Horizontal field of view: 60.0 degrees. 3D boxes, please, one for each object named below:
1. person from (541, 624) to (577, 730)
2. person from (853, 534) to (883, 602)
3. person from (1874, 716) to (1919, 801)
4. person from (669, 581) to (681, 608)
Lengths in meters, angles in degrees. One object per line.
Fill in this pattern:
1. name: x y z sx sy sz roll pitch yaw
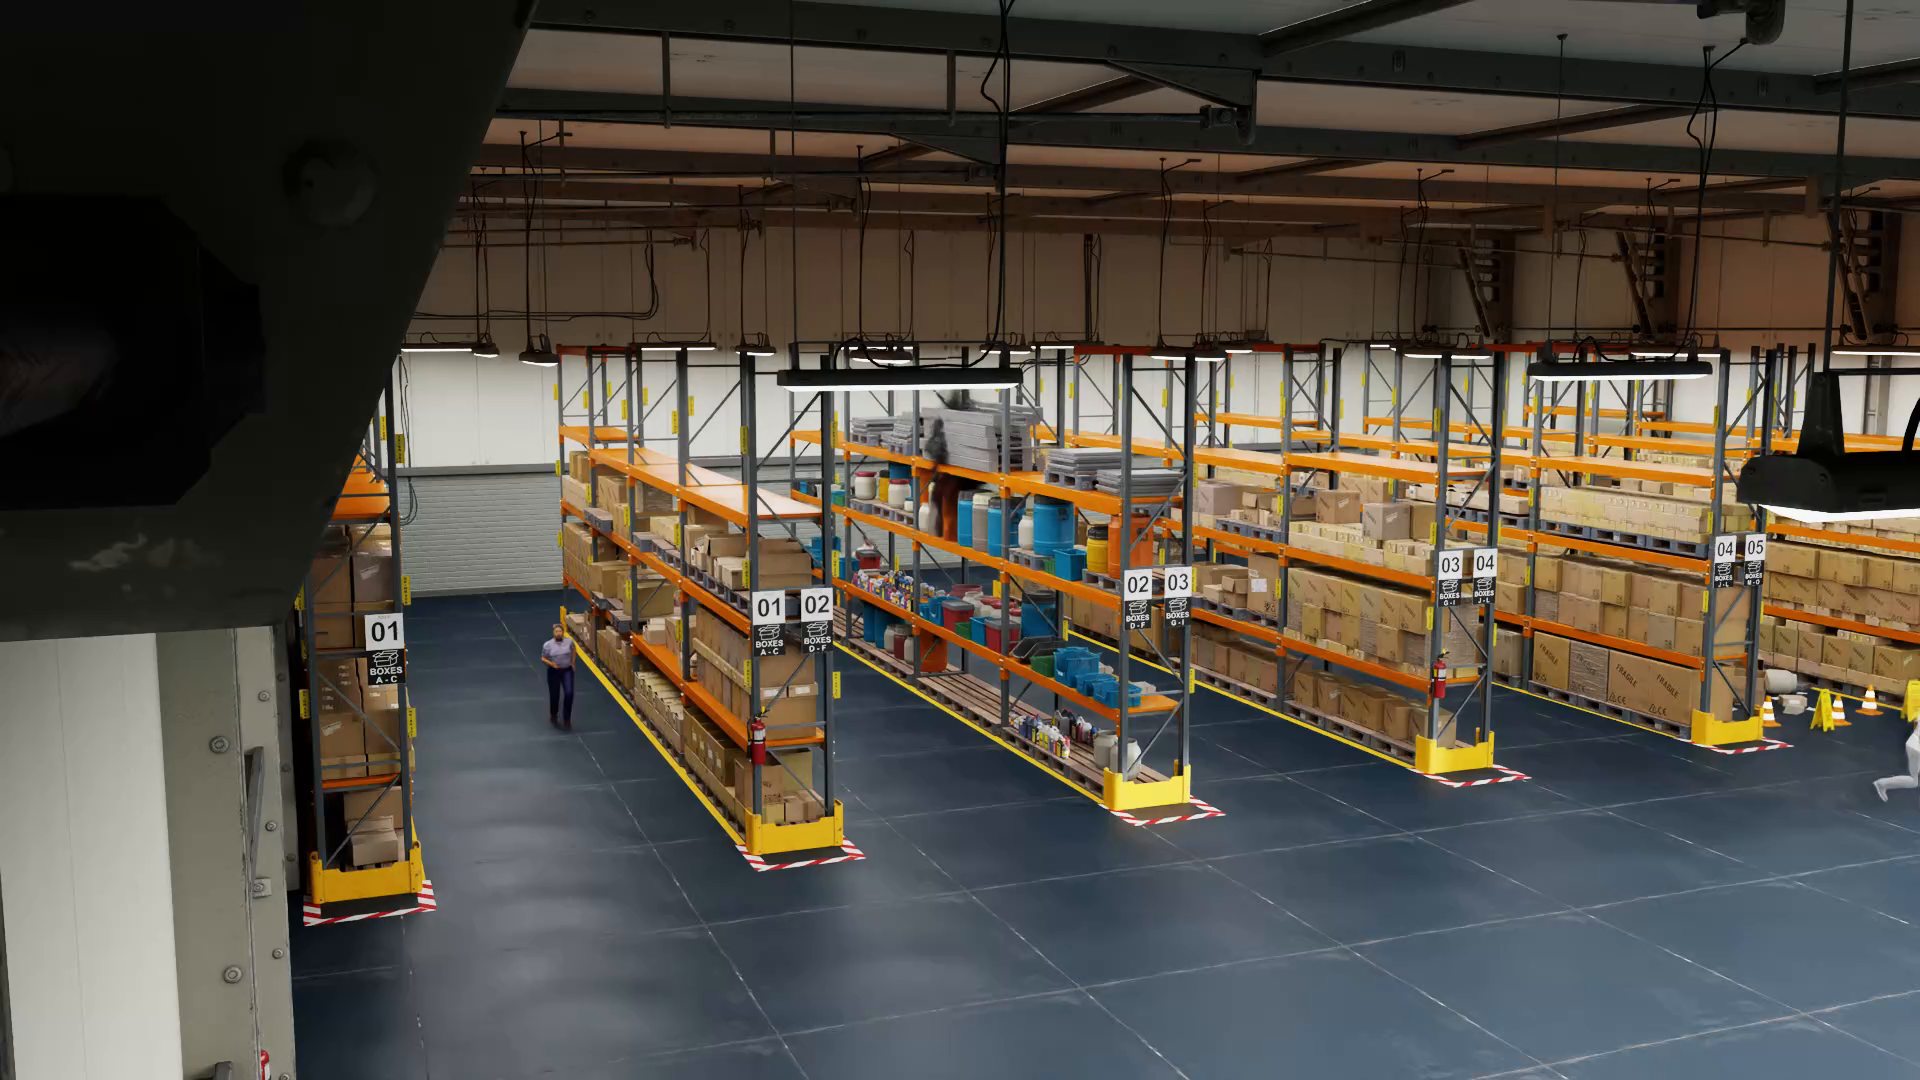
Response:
1. person: -6.381 2.175 26.522 0.556 1.697 0.760 -2 8 -15
2. person: -2.095 0.697 37.980 0.714 1.738 0.810 3 8 21
3. person: 12.478 2.810 21.764 0.902 1.627 0.581 2 7 14
4. person: -5.738 1.186 34.212 0.600 1.647 0.605 -4 8 -27
